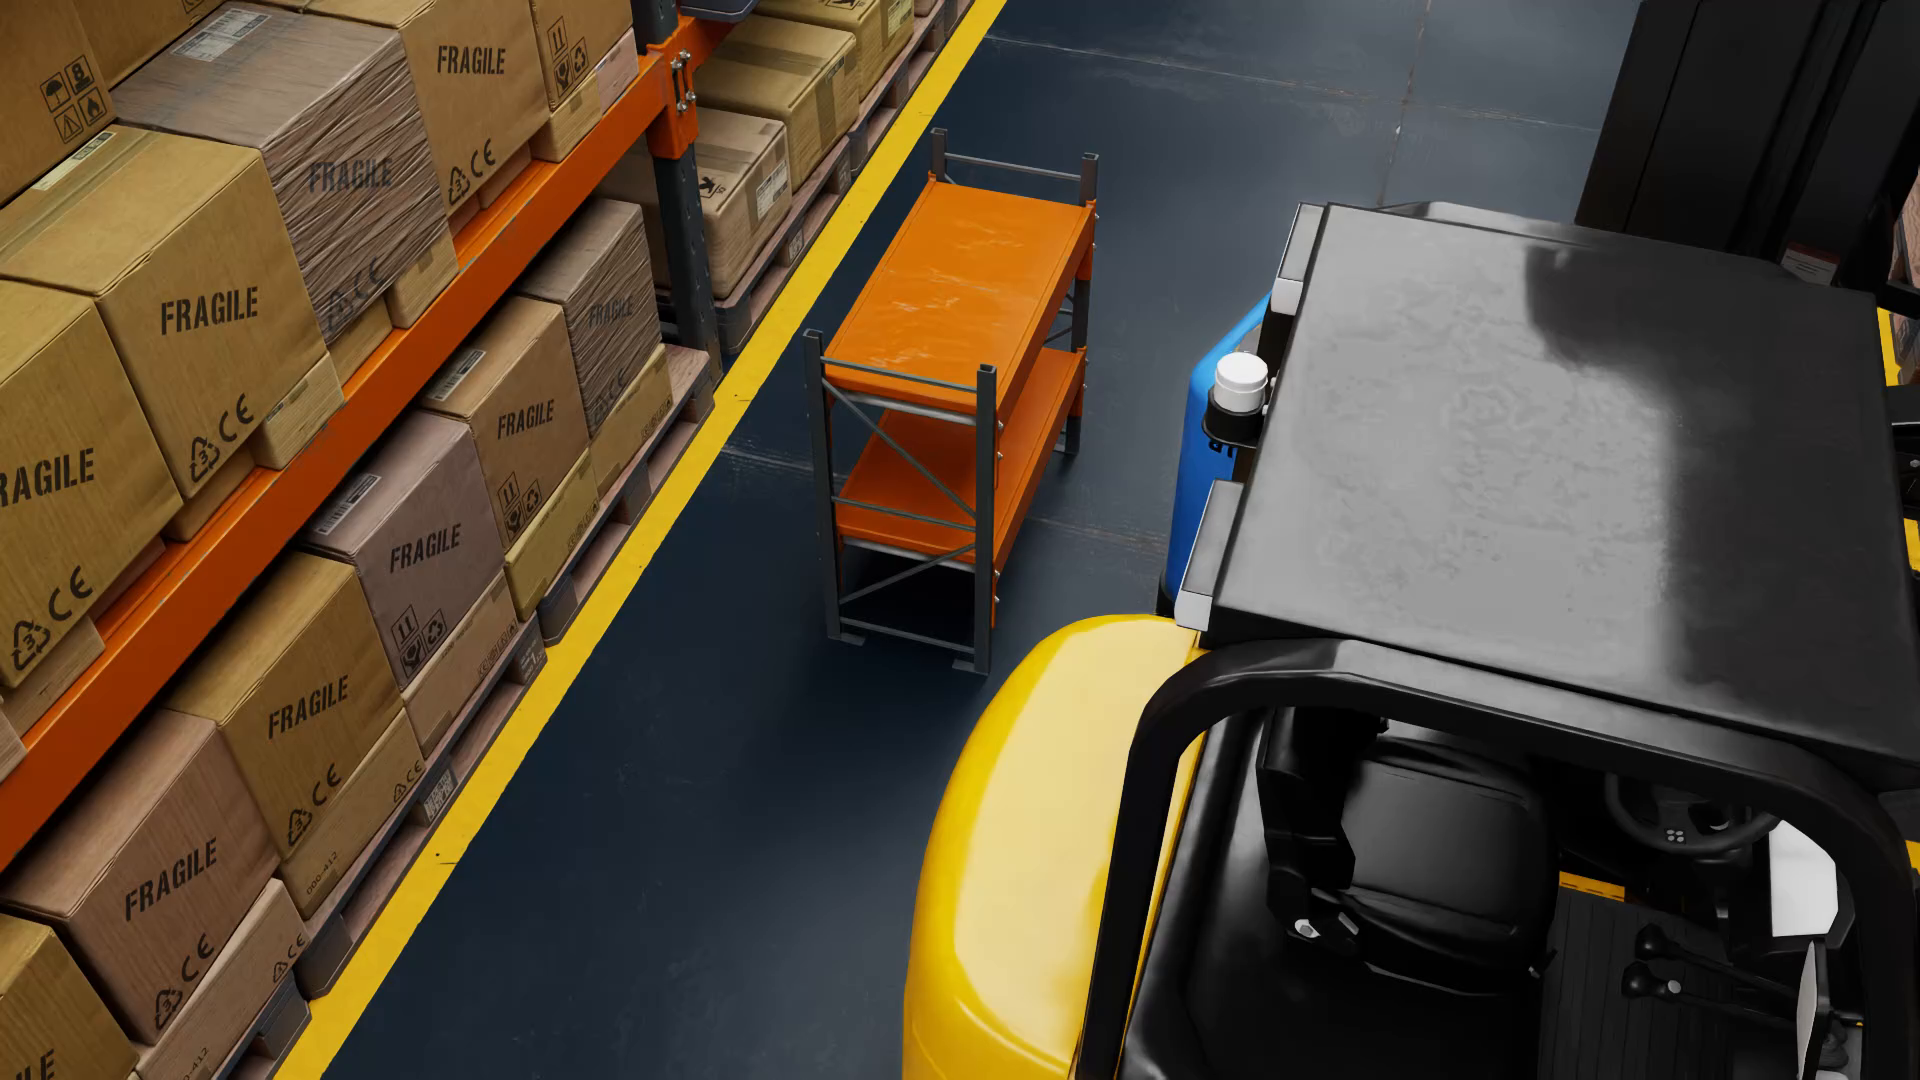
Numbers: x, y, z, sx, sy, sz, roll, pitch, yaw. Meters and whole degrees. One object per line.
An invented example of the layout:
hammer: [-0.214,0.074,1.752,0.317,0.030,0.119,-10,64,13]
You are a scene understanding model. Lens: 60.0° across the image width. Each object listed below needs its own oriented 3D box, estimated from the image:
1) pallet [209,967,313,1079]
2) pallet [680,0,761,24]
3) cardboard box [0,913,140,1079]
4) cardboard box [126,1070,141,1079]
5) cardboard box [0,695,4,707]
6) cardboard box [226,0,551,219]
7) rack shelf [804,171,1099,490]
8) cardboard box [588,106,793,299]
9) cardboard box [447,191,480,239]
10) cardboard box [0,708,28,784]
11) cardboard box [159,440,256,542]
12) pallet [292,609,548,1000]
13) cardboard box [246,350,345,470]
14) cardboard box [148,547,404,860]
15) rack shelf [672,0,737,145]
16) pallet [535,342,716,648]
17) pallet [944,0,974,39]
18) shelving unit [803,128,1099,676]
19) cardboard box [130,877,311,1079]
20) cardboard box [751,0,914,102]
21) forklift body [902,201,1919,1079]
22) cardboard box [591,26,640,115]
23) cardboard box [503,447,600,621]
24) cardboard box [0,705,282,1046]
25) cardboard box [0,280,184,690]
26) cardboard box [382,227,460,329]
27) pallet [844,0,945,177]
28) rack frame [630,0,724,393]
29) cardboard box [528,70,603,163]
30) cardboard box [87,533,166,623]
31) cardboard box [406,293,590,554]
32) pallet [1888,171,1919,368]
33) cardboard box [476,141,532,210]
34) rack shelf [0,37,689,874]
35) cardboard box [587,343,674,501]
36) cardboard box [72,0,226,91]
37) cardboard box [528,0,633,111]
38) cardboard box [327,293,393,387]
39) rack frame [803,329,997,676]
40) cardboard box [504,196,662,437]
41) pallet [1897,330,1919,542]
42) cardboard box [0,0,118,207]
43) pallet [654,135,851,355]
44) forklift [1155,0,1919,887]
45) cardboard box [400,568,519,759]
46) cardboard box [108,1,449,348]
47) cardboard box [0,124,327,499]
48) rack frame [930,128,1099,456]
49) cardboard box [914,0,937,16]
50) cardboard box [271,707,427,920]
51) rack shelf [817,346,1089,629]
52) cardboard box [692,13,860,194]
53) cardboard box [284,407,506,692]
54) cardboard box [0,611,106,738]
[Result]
pallet: [-2.231,1.368,3.701,1.003,0.211,1.213,13,46,13]
pallet: [-0.953,-2.120,5.409,1.003,0.211,1.213,13,46,13]
cardboard box: [-2.020,1.026,3.186,0.500,0.500,0.500,11,45,11]
cardboard box: [-2.026,1.310,3.432,0.500,0.250,0.500,12,46,12]
cardboard box: [-1.973,0.211,2.605,0.500,0.500,0.500,14,46,14]
cardboard box: [-1.370,-1.158,4.005,0.500,0.500,0.500,14,46,14]
rack shelf: [0.002,-0.616,4.656,0.538,0.278,1.000,13,46,13]
cardboard box: [-1.166,-1.271,5.983,0.950,0.372,0.625,13,46,13]
cardboard box: [-1.441,-0.853,4.157,0.380,0.149,0.250,12,46,12]
cardboard box: [-1.893,0.373,2.903,0.380,0.149,0.250,13,46,13]
cardboard box: [-1.716,-0.165,3.453,0.380,0.149,0.250,11,46,11]
pallet: [-1.860,0.558,4.529,1.003,0.211,1.213,13,46,13]
cardboard box: [-1.584,-0.320,3.612,0.380,0.149,0.250,13,46,13]
cardboard box: [-1.706,0.344,3.883,0.500,0.500,0.500,13,46,13]
rack shelf: [-0.717,-2.786,6.466,1.077,0.370,4.000,13,46,13]
pallet: [-1.492,-0.258,5.363,1.003,0.211,1.213,13,46,13]
pallet: [-0.350,-2.859,8.021,1.003,0.211,1.213,13,46,13]
shelving unit: [0.002,-0.407,4.861,0.538,1.125,1.048,13,46,13]
cardboard box: [-1.865,0.971,3.778,0.500,0.250,0.500,14,46,14]
cardboard box: [-0.743,-2.215,6.947,0.950,0.372,0.625,14,46,14]
forklift body: [1.033,0.658,3.039,2.313,2.155,1.214,13,46,13]
cardboard box: [-1.130,-1.341,4.655,0.380,0.149,0.250,12,46,12]
cardboard box: [-1.397,-0.069,4.842,0.500,0.250,0.500,11,46,11]
cardboard box: [-1.865,0.677,3.543,0.500,0.500,0.500,11,45,11]
cardboard box: [-1.819,-0.128,2.952,0.500,0.500,0.500,12,46,12]
cardboard box: [-1.434,-0.663,3.963,0.380,0.149,0.250,12,46,12]
pallet: [-0.721,-2.048,7.192,1.003,0.211,1.213,13,46,13]
rack frame: [-1.323,-1.710,4.853,1.000,3.000,0.127,13,46,13]
cardboard box: [-1.199,-1.173,4.484,0.380,0.149,0.250,13,46,13]
cardboard box: [-1.824,0.005,3.280,0.380,0.149,0.250,14,46,14]
cardboard box: [-1.399,-0.355,4.597,0.500,0.500,0.500,13,46,13]
pallet: [3.963,-0.979,6.100,1.003,0.211,1.213,13,46,13]
cardboard box: [-1.352,-1.016,4.323,0.380,0.149,0.250,13,46,13]
rack shelf: [-1.928,-0.120,3.742,1.077,0.370,4.000,13,46,13]
cardboard box: [-1.246,-0.426,5.206,0.500,0.250,0.500,14,46,14]
cardboard box: [-2.016,-1.297,3.432,0.700,0.500,0.500,12,46,12]
cardboard box: [-1.220,-1.503,4.357,0.500,0.500,0.500,11,46,11]
cardboard box: [-1.540,-0.499,3.795,0.380,0.149,0.250,12,46,12]
rack frame: [-0.152,-0.068,4.515,0.500,1.125,0.032,13,46,13]
cardboard box: [-1.246,-0.694,4.944,0.500,0.500,0.500,12,46,12]
pallet: [3.595,-0.164,5.266,1.003,0.211,1.213,13,46,13]
cardboard box: [-2.087,-0.930,3.057,0.700,0.500,0.500,12,46,12]
pallet: [-1.088,-1.232,6.358,1.003,0.211,1.213,13,46,13]
forklift: [2.054,-0.364,3.526,3.031,2.935,1.130,27,50,25]
cardboard box: [-1.556,0.269,4.496,0.500,0.250,0.500,13,46,13]
cardboard box: [-1.522,-0.812,3.651,0.500,0.500,0.500,14,46,14]
cardboard box: [-1.673,-0.469,3.300,0.500,0.500,0.500,12,46,12]
rack frame: [0.156,-0.745,5.207,0.500,1.125,0.032,13,46,13]
cardboard box: [-0.508,-2.719,7.462,0.950,0.372,0.625,12,46,12]
cardboard box: [-1.711,0.605,4.153,0.500,0.250,0.500,15,46,15]
rack shelf: [0.002,-0.232,5.032,0.538,0.278,1.000,13,46,13]
cardboard box: [-0.952,-1.751,6.473,0.950,0.372,0.625,15,46,15]
cardboard box: [-1.552,-0.014,4.249,0.500,0.500,0.500,15,46,15]
cardboard box: [-1.846,0.194,3.087,0.380,0.149,0.250,14,46,14]
